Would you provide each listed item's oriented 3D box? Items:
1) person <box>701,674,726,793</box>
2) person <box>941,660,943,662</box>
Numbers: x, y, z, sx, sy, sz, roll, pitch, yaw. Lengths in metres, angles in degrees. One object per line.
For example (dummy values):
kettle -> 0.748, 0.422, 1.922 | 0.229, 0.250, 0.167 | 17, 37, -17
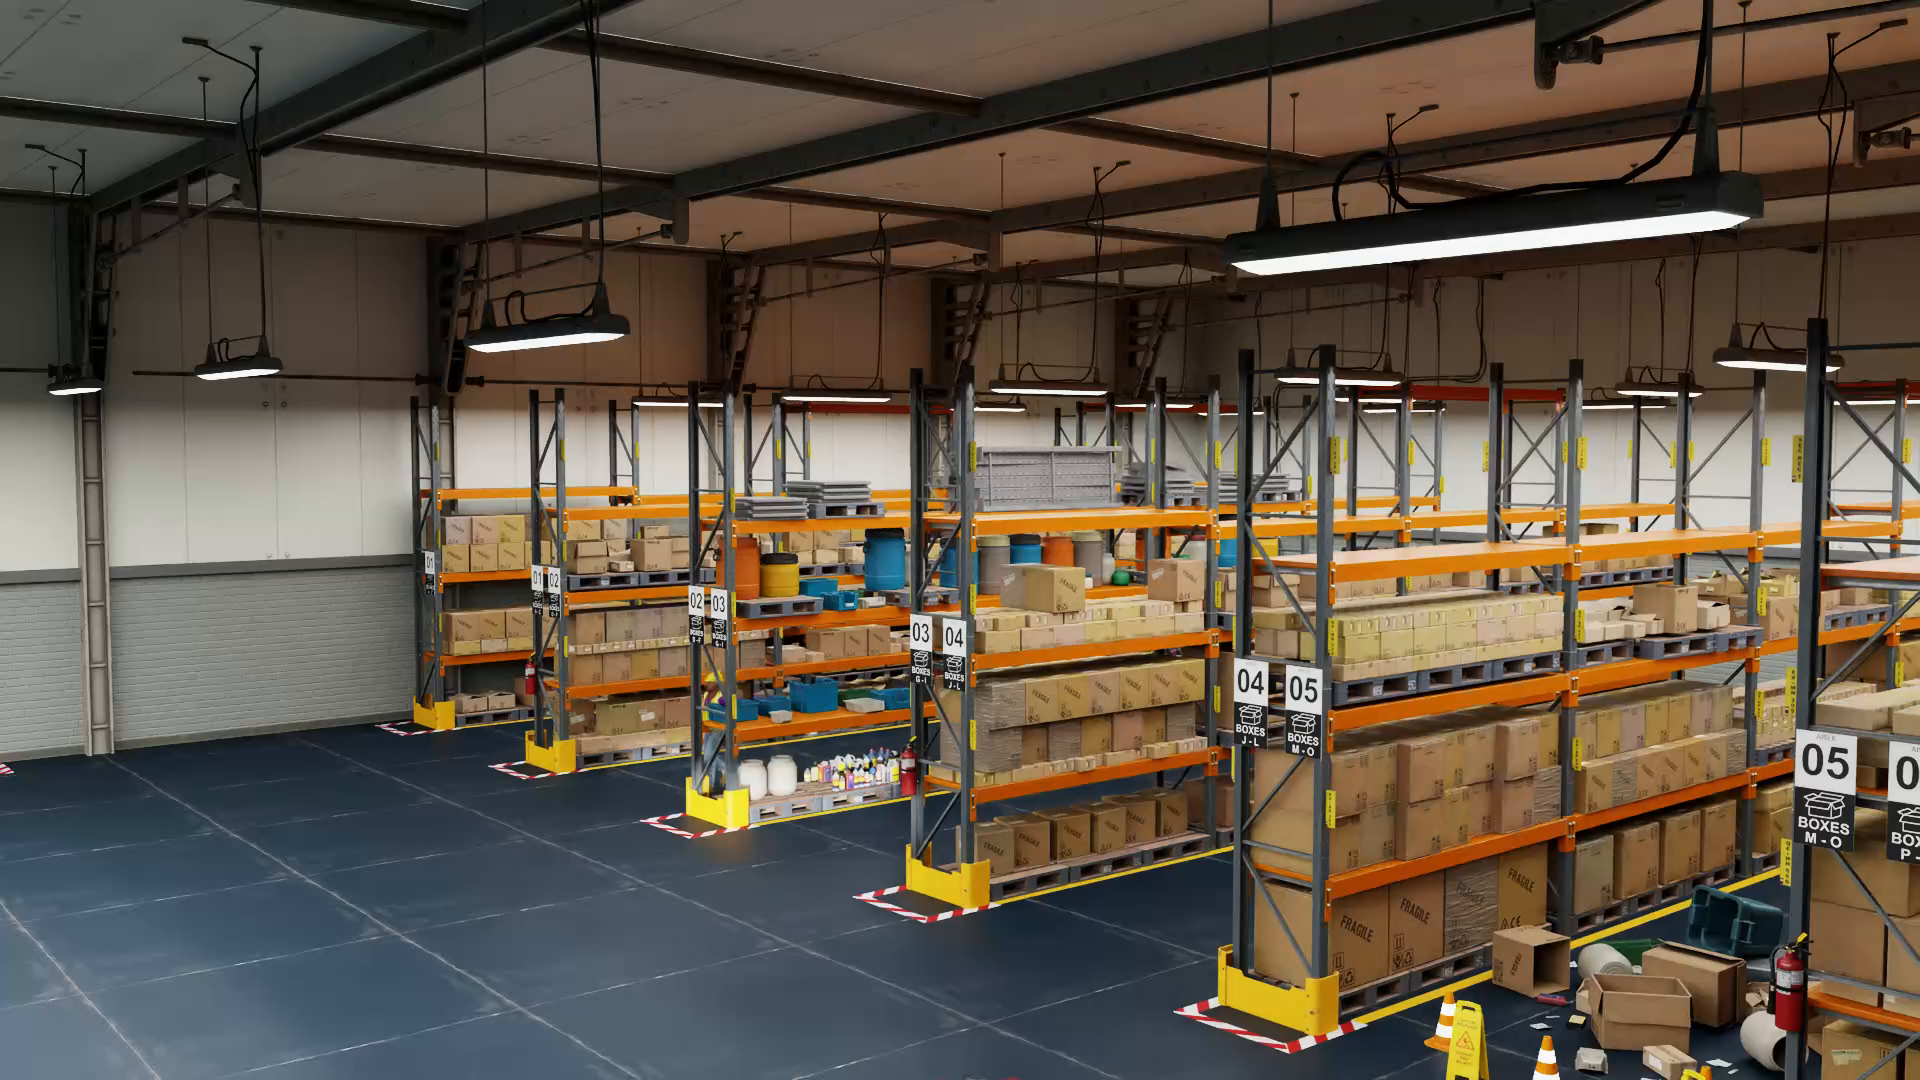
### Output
person -> -3.628, 2.840, 24.559 | 0.730, 1.747, 0.758 | 3, 5, 42
person -> -0.087, 2.387, 27.600 | 0.724, 1.900, 0.680 | -2, 4, -37
